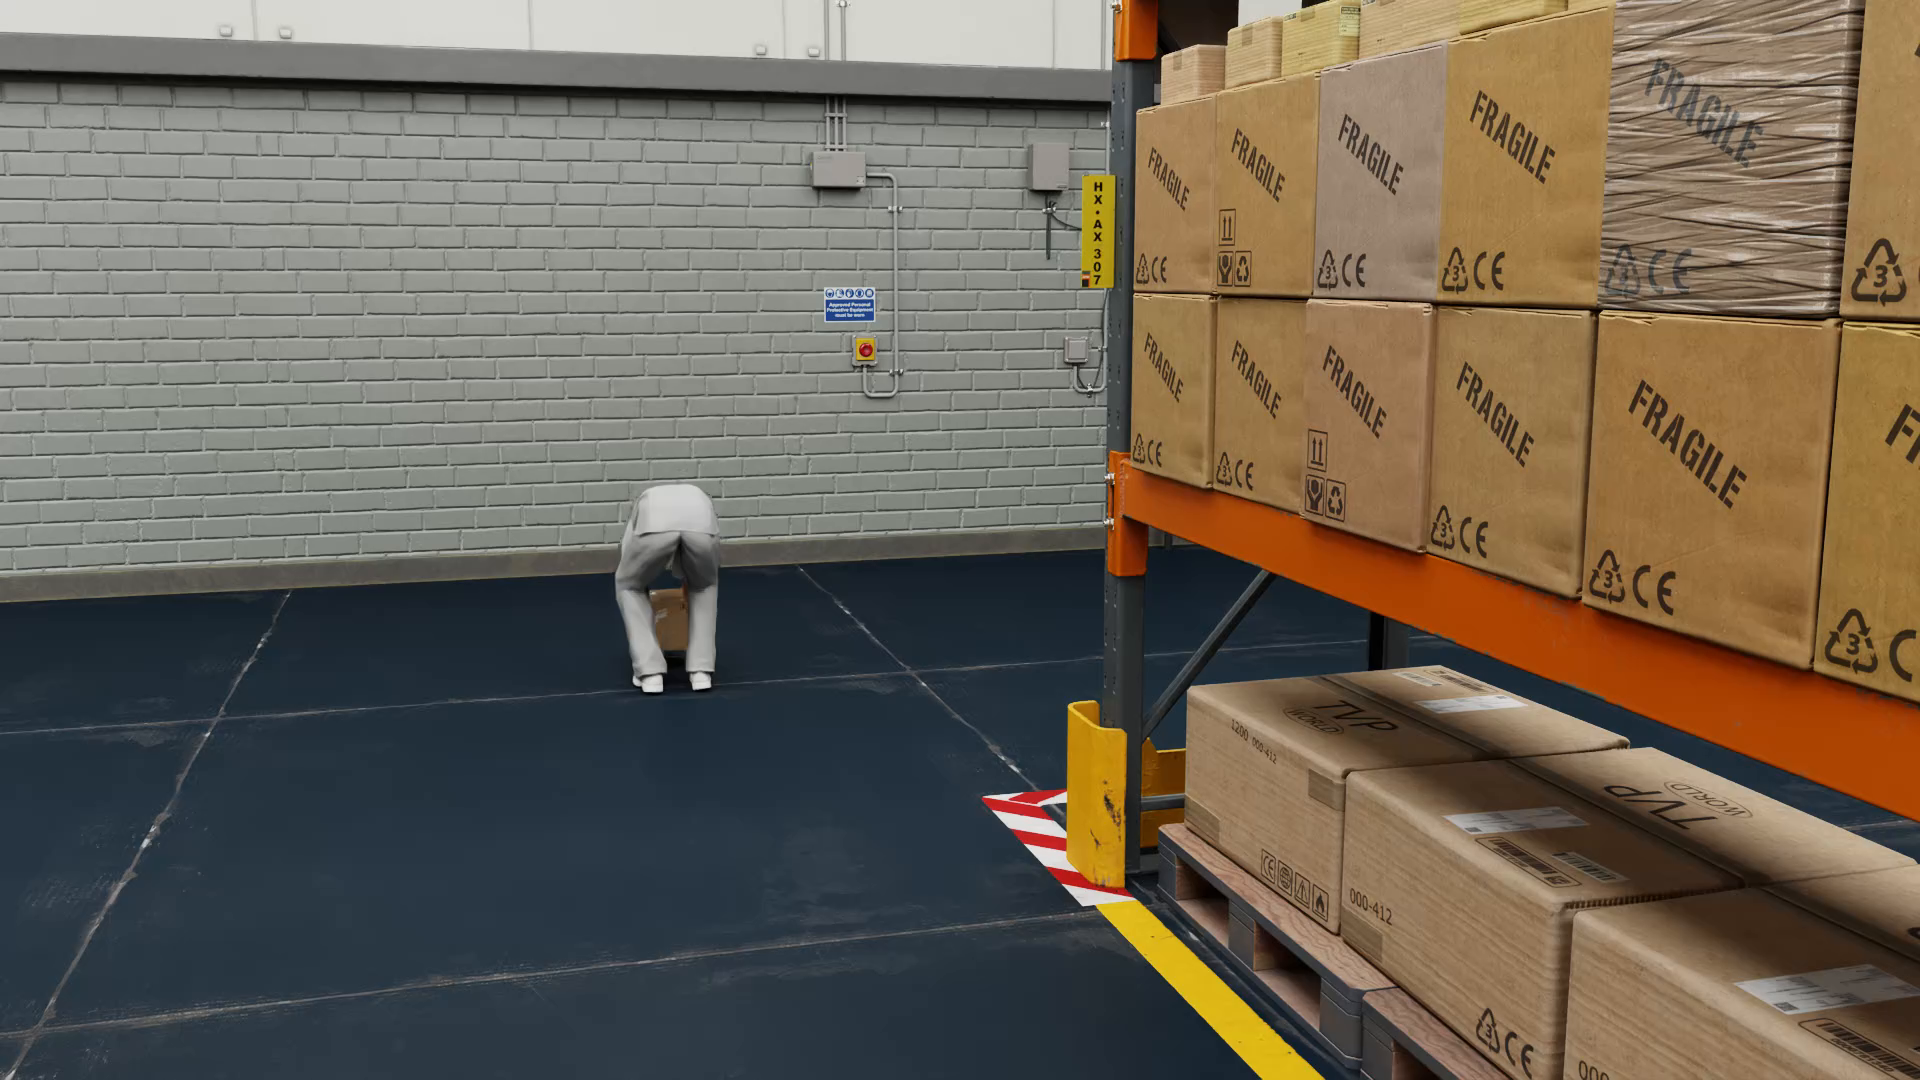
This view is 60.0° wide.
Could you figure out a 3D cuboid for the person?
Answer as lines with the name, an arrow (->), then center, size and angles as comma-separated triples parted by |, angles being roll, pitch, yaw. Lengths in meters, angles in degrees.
person -> -1.342, 0.182, 7.596 | 0.467, 0.921, 0.851 | -3, 10, -19
